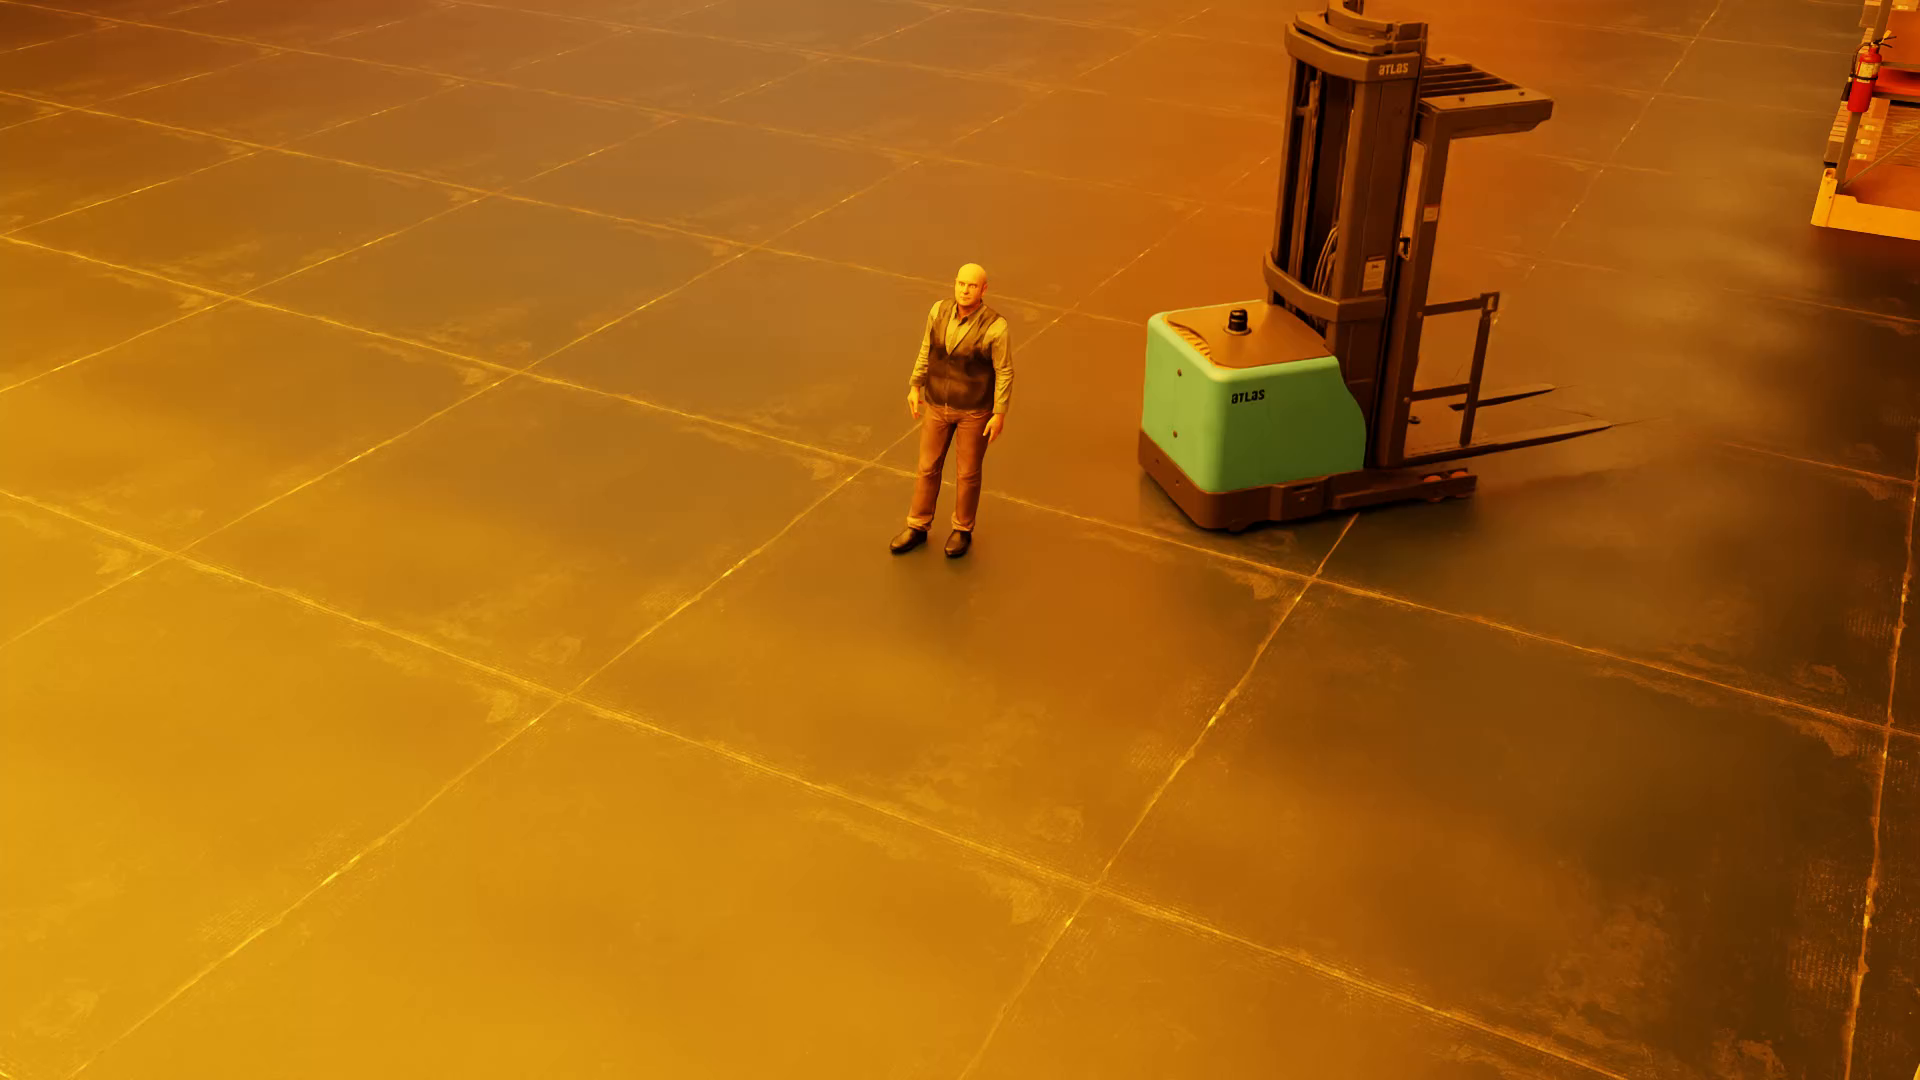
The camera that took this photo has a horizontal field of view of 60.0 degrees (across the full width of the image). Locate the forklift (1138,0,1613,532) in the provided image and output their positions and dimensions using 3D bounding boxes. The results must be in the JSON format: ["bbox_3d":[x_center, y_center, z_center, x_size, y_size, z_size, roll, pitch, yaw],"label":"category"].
[{"bbox_3d":[2.723,-1.746,10.096,3.031,2.935,1.130,-9,31,-16],"label":"forklift"}]

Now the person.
[{"bbox_3d":[-0.037,-0.726,9.524,0.633,1.722,0.566,15,33,25],"label":"person"}]
